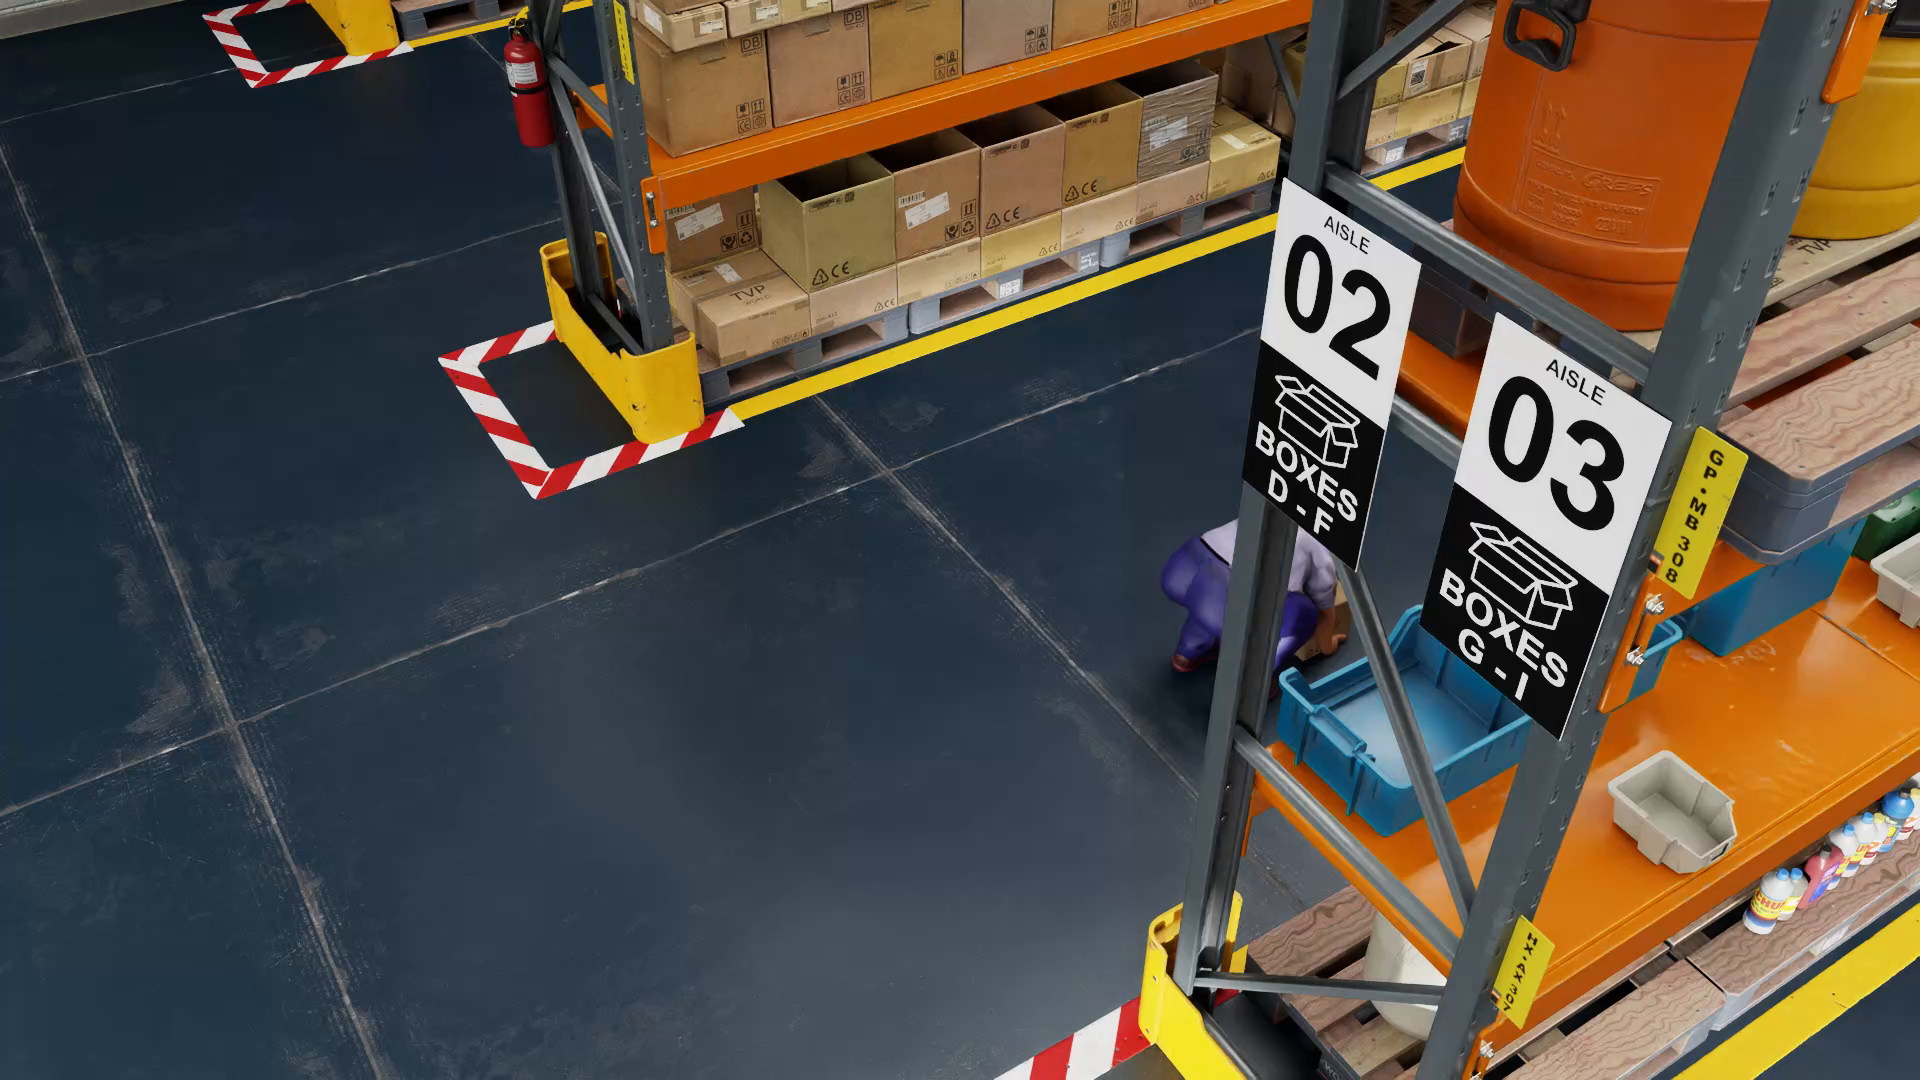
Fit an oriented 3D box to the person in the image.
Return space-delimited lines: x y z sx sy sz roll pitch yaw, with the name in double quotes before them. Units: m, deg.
"person" 1.075 -0.073 6.244 0.450 1.656 0.498 -23 46 -24
